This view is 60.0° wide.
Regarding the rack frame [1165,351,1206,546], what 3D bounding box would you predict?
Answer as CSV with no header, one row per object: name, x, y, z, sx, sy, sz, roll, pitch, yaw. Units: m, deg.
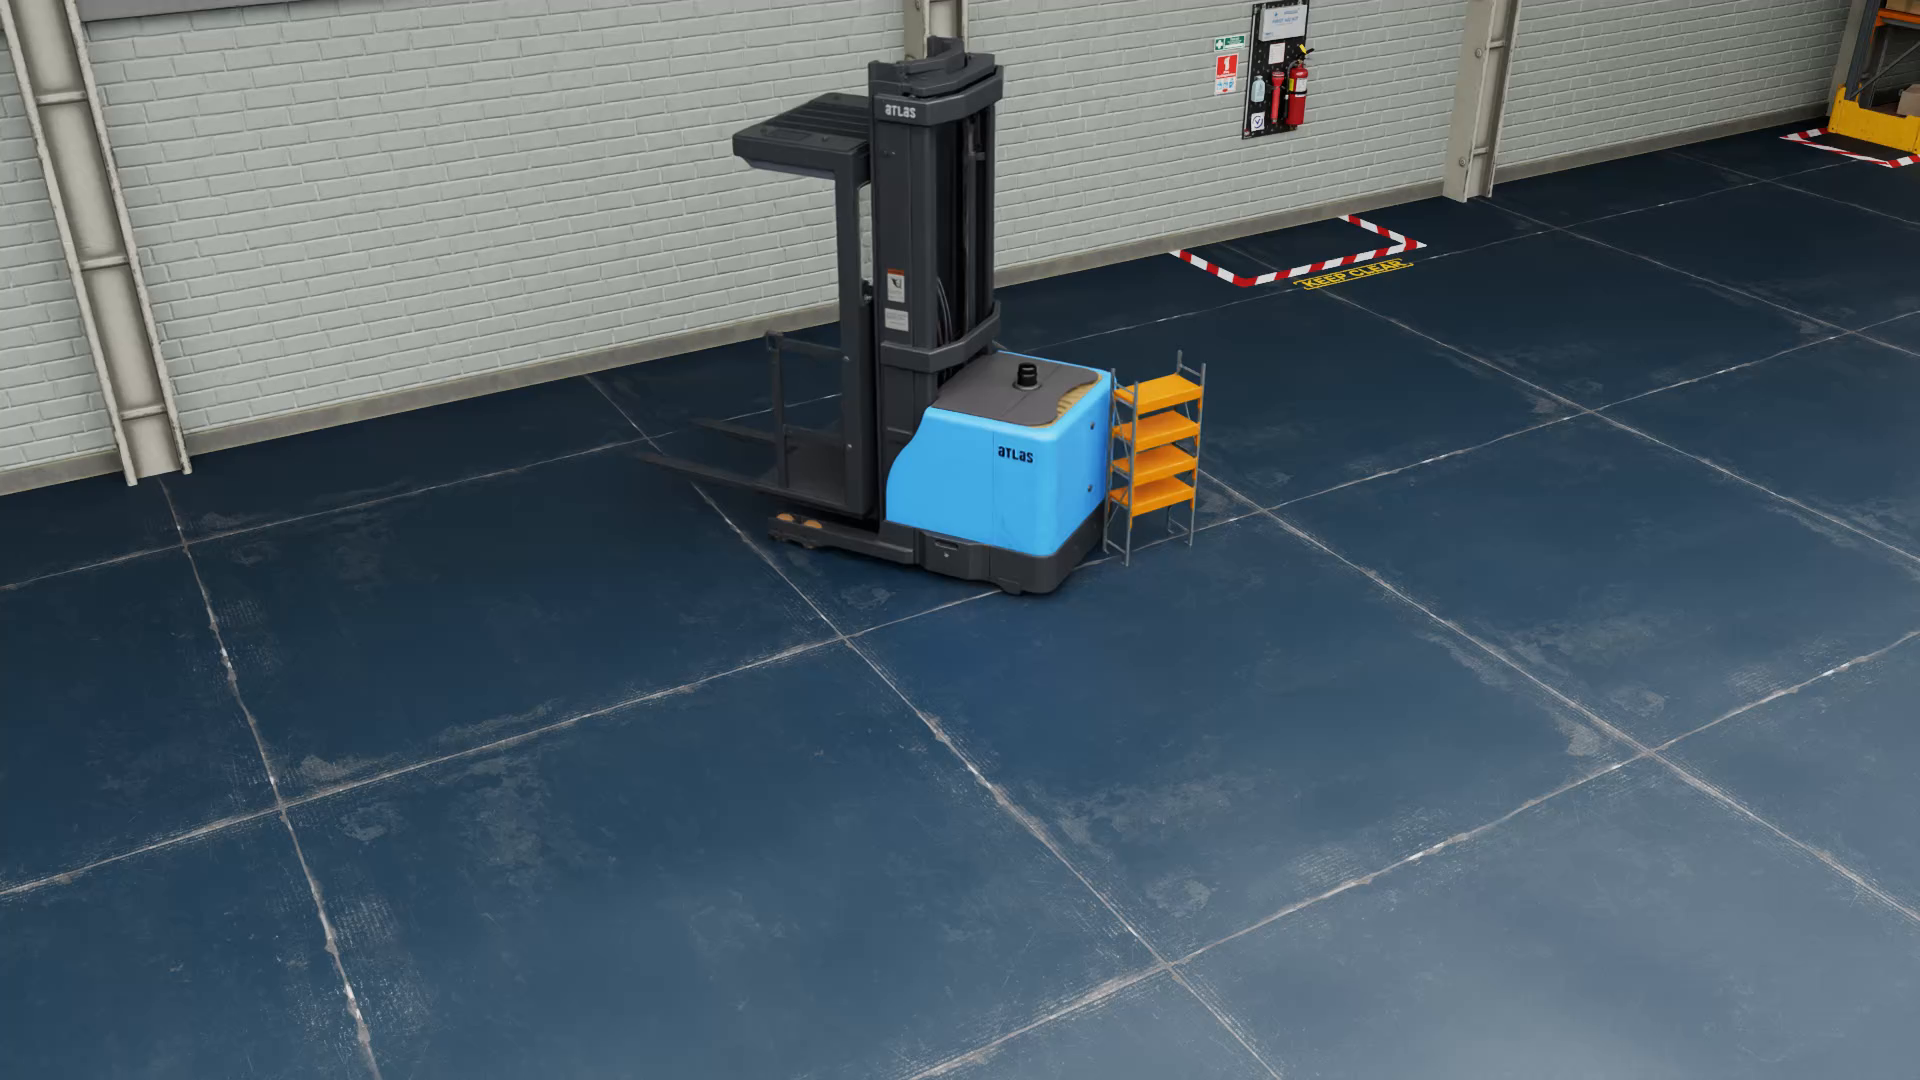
rack frame,1.350,-0.539,9.985,0.015,1.200,0.240,-17,33,-28

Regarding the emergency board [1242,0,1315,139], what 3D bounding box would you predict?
emergency board,2.843,-4.126,14.623,0.643,1.169,0.194,-16,33,-26

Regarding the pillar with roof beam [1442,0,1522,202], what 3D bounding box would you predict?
pillar with roof beam,7.174,-5.549,10.991,0.400,9.000,9.100,-16,33,-26

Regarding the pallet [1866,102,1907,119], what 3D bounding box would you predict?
pallet,10.784,-4.634,18.429,1.213,0.211,1.003,-16,33,-26

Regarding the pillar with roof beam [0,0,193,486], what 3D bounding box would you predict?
pillar with roof beam,-3.172,-2.611,5.668,0.400,9.000,9.100,-16,33,-26

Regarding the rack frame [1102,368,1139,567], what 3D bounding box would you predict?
rack frame,0.938,-0.413,9.757,0.015,1.200,0.240,-17,33,-28

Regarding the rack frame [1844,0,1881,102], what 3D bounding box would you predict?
rack frame,10.000,-5.652,17.388,0.127,3.000,1.000,-16,33,-26

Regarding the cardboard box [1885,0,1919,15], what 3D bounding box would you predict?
cardboard box,10.305,-5.791,17.773,0.500,0.250,0.500,-15,32,-26

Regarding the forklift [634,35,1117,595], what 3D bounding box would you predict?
forklift,-0.612,-1.448,9.841,3.031,2.935,1.130,14,32,23

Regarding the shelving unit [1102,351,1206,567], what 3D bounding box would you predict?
shelving unit,1.144,-0.476,9.871,0.503,1.200,0.258,-17,33,-28

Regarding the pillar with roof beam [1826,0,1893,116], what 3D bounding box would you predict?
pillar with roof beam,12.347,-7.017,13.652,0.400,9.000,9.100,-16,33,-26

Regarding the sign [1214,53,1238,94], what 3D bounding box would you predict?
sign,2.314,-4.050,14.447,0.234,0.329,0.001,-16,33,-26

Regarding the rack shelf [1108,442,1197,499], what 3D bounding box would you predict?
rack shelf,1.144,-0.417,9.903,0.480,0.148,0.258,-17,33,-28

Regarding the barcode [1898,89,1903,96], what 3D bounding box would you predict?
barcode,10.455,-4.975,18.478,0.075,0.075,0.001,-16,33,-26

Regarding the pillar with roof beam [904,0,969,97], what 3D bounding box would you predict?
pillar with roof beam,2.001,-4.080,8.329,0.400,9.000,9.100,-16,33,-26

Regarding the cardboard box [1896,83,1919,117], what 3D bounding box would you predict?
cardboard box,10.642,-4.800,18.170,0.500,0.311,0.500,-20,35,-32

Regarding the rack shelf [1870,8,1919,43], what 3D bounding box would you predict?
rack shelf,11.725,-5.827,18.449,4.000,0.370,1.077,-16,33,-26

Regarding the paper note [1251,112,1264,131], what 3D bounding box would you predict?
paper note,2.655,-3.726,14.809,0.142,0.148,0.016,-16,33,-26

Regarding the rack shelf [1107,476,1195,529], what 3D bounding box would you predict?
rack shelf,1.144,-0.243,9.999,0.480,0.148,0.258,-17,33,-28

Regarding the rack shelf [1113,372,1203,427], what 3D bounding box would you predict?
rack shelf,1.144,-0.820,9.681,0.480,0.148,0.258,-17,33,-28

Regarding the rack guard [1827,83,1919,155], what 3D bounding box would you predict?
rack guard,10.066,-4.577,18.025,0.348,0.500,1.175,-16,33,-26

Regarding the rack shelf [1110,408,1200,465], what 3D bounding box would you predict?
rack shelf,1.144,-0.613,9.795,0.480,0.148,0.258,-17,33,-28
